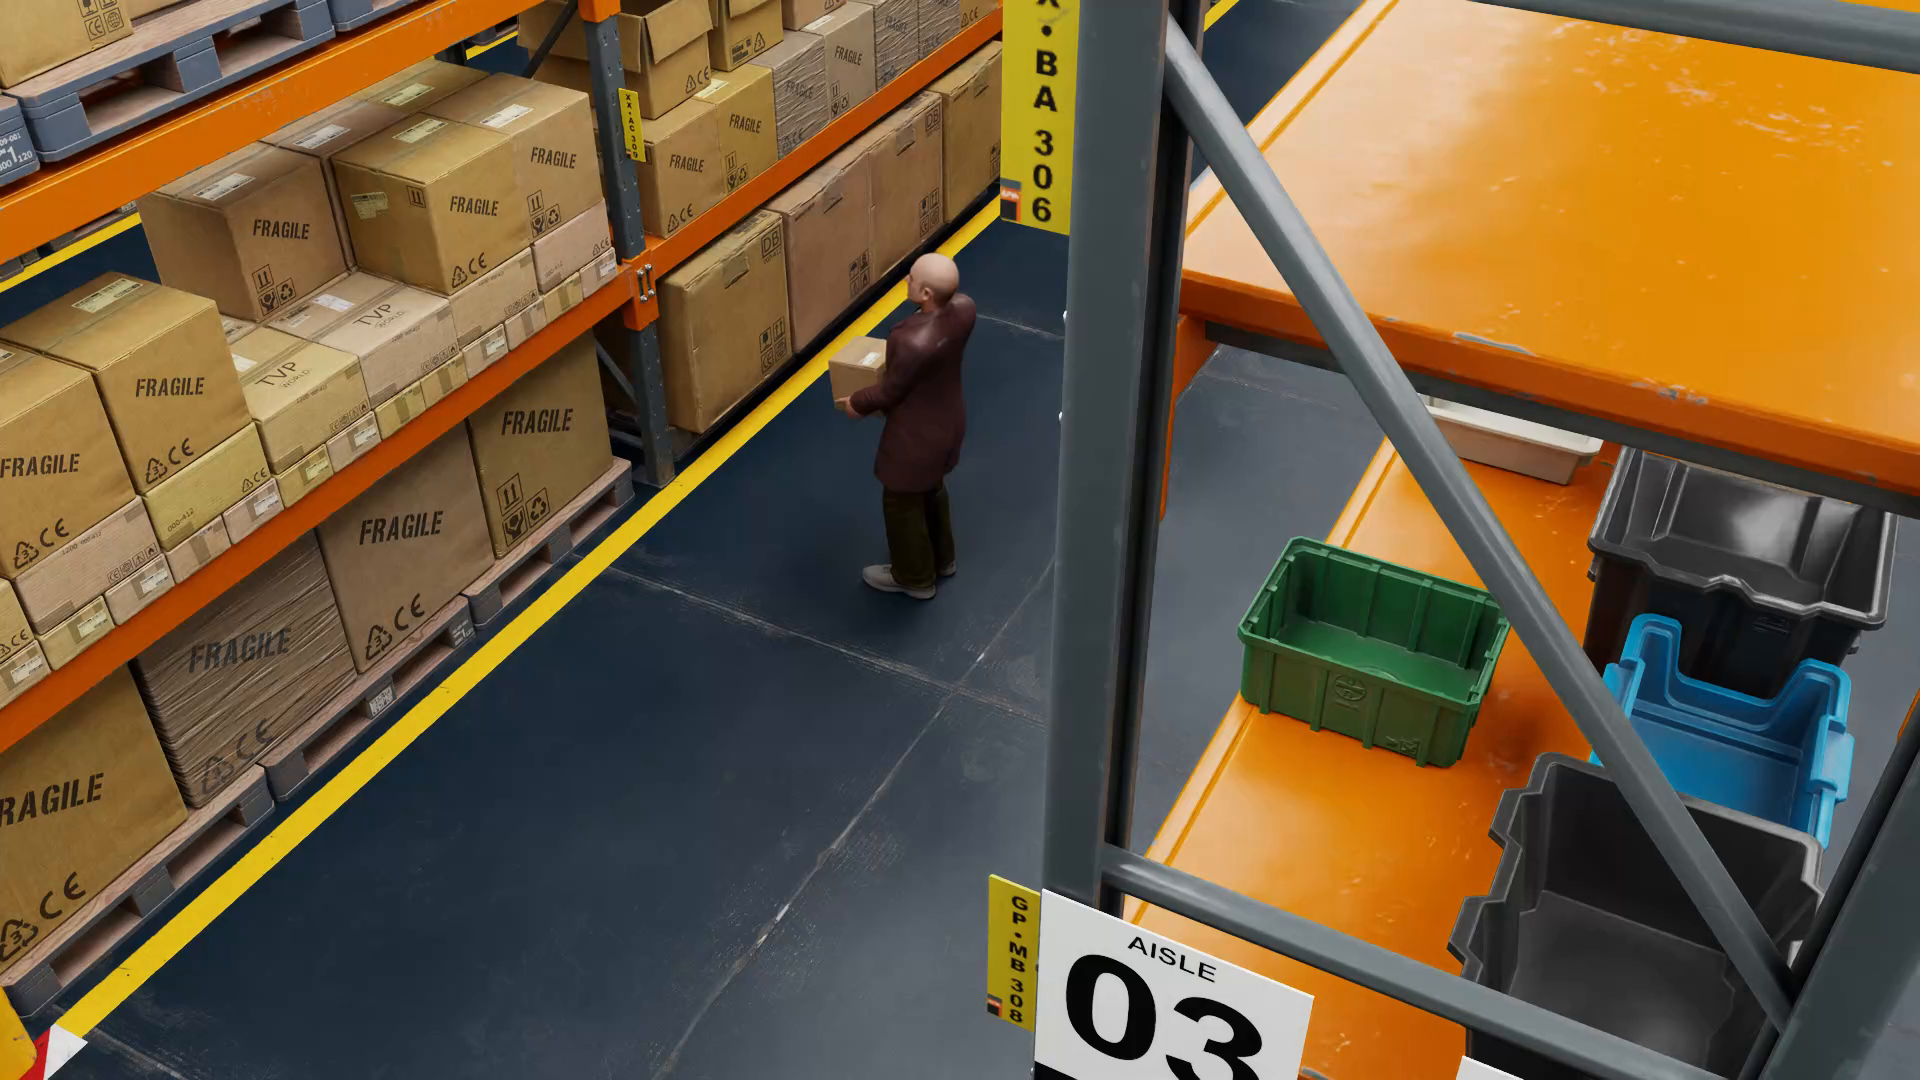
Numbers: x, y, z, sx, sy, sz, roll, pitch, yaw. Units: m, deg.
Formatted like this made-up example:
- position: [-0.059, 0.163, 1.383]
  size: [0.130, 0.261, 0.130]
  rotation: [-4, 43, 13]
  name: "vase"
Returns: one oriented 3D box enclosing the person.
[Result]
- position: [-0.251, -0.527, 7.455]
  size: [0.563, 1.769, 0.527]
  rotation: [18, 41, 22]
  name: "person"
